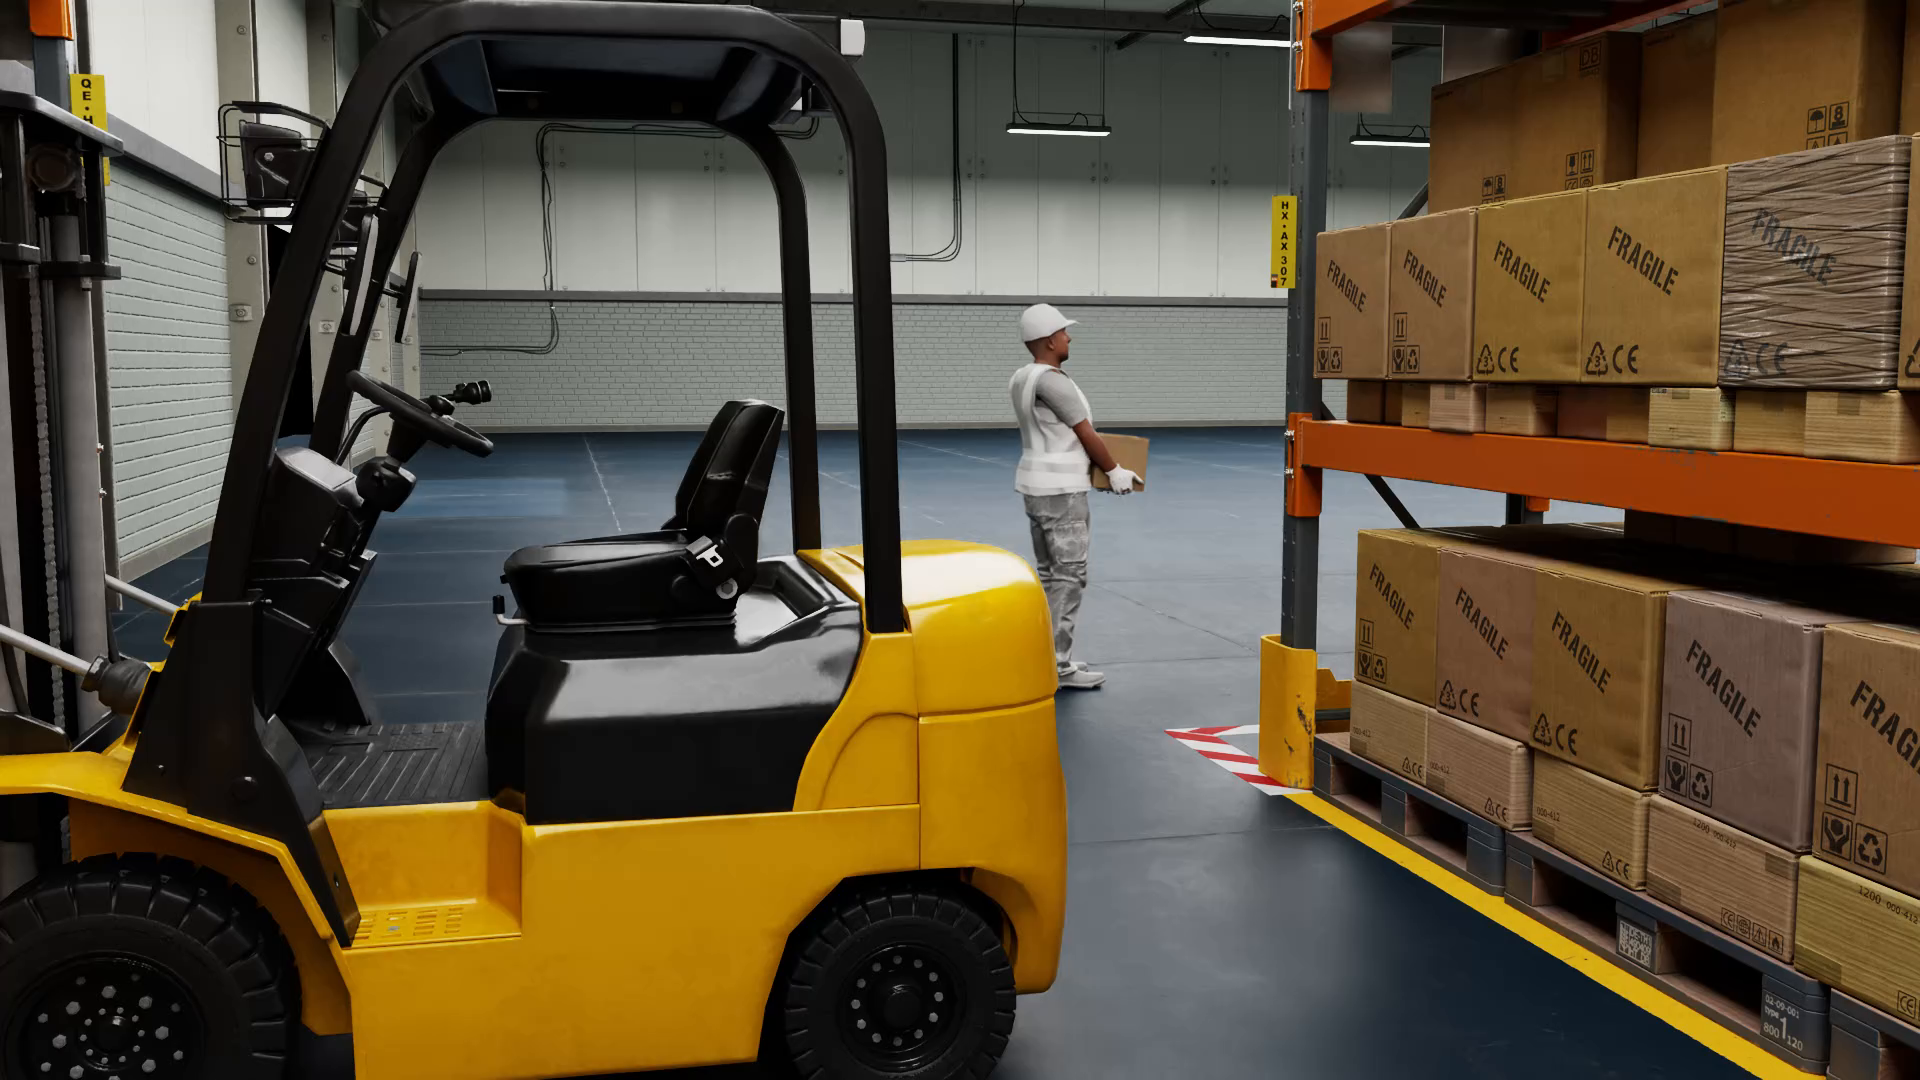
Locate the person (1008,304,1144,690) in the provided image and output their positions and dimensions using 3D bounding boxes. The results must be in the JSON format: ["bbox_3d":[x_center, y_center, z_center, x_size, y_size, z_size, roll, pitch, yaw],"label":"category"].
[{"bbox_3d":[0.540,-0.211,7.819,0.574,1.780,0.490,-1,6,-13],"label":"person"}]
